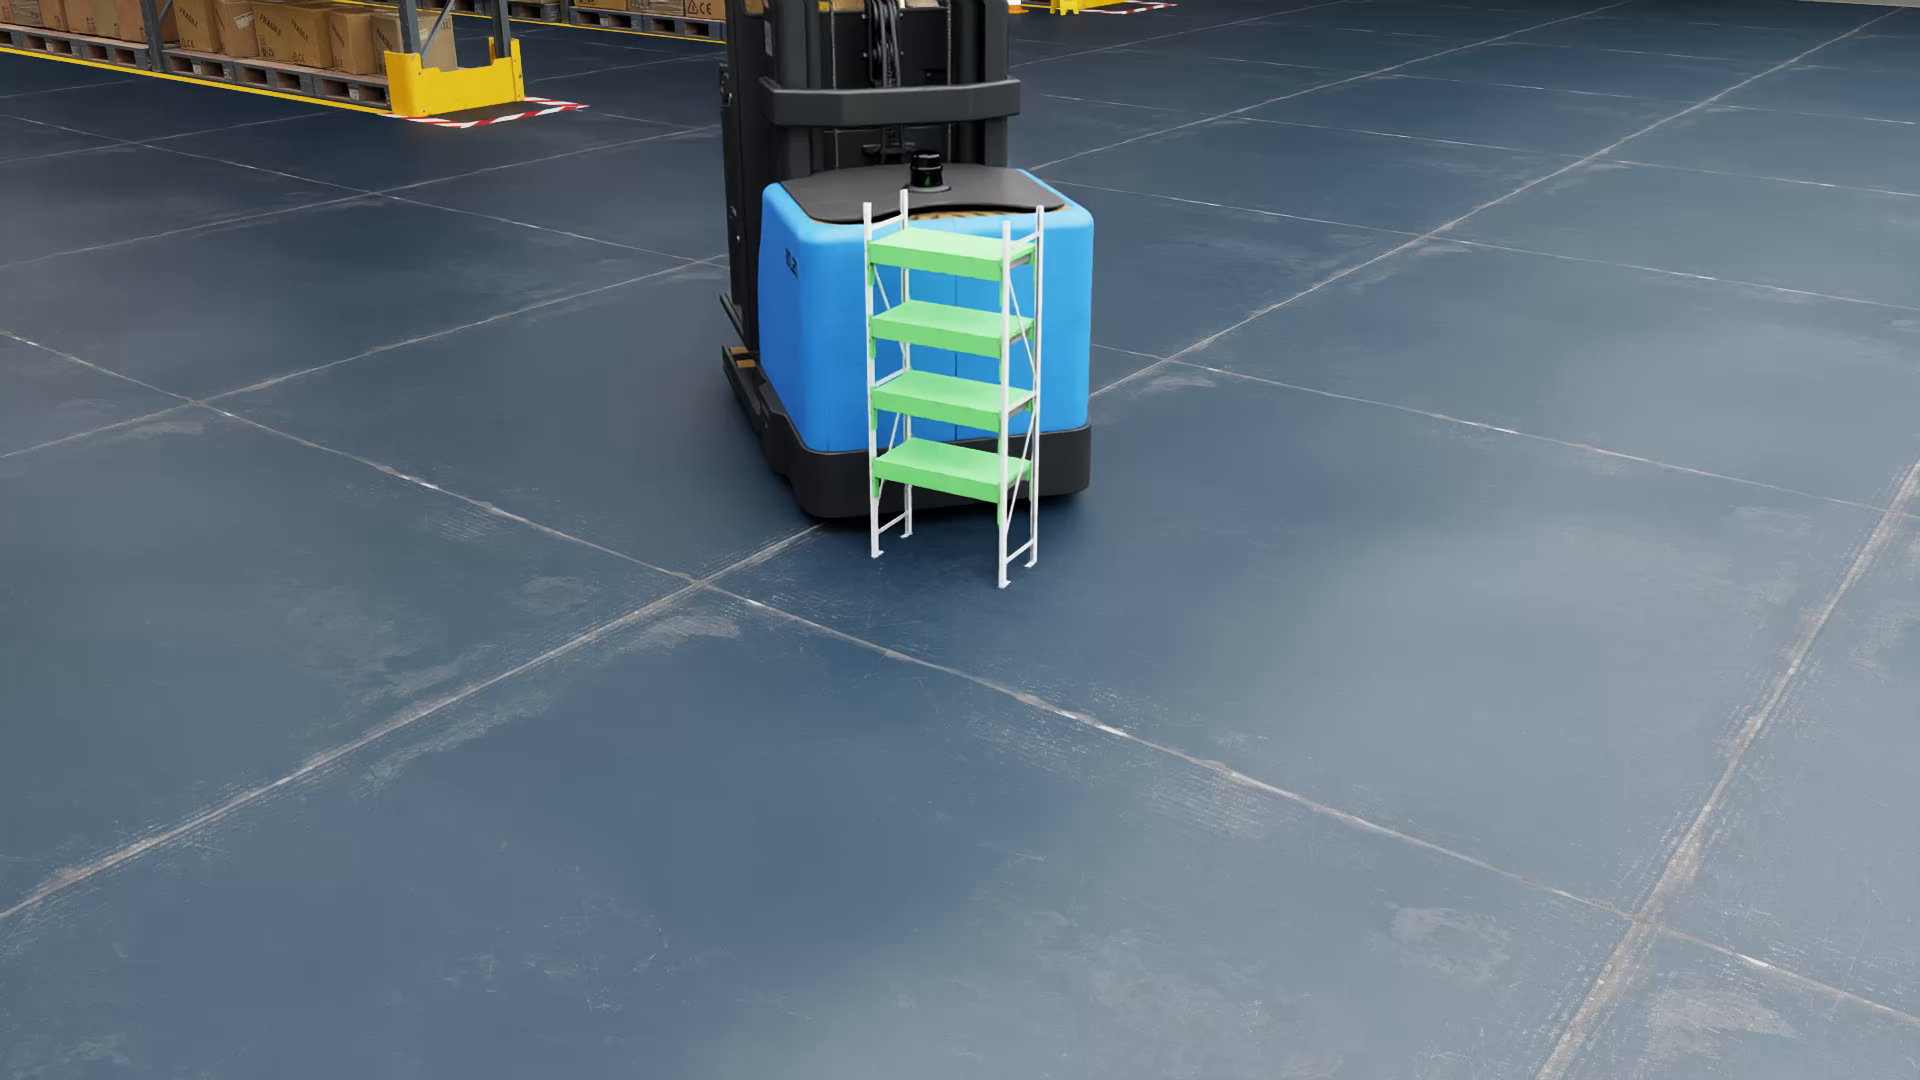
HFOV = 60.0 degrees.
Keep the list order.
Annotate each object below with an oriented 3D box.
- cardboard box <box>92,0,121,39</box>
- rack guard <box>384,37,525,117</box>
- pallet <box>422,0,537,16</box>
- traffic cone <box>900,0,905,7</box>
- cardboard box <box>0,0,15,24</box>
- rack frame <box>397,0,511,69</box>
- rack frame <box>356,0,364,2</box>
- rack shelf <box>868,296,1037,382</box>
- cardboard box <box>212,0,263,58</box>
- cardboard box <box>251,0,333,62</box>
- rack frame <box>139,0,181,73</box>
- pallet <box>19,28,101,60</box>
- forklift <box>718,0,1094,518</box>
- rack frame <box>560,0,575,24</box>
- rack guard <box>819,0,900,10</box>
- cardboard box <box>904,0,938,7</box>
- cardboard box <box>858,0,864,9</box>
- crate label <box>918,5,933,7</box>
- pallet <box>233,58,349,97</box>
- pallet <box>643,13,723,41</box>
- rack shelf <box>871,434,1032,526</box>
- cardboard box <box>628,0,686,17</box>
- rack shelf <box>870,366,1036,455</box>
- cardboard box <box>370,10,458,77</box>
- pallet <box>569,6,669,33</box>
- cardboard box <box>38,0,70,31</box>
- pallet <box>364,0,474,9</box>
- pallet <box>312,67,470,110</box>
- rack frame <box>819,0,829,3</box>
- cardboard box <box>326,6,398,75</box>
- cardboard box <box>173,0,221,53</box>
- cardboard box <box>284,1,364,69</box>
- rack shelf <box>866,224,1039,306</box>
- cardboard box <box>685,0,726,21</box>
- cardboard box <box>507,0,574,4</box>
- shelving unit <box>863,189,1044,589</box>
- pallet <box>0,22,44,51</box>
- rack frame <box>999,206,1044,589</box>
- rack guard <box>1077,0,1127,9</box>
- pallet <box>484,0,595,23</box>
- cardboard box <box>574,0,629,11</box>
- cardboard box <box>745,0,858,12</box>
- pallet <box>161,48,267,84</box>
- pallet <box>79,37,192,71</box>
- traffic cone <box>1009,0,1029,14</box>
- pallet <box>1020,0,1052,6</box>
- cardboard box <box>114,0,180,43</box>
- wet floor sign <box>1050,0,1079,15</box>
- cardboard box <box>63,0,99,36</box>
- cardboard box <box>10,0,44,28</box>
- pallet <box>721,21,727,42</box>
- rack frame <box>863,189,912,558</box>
[{"bbox_3d":[-8.223,-5.330,16.680,0.500,0.500,0.700,17,29,33],"label":"cardboard box"},{"bbox_3d":[-4.235,-3.902,13.987,0.348,0.500,1.175,17,29,33],"label":"rack guard"},{"bbox_3d":[-5.962,-6.752,20.813,1.213,0.211,1.003,17,29,33],"label":"pallet"},{"bbox_3d":[-0.692,-6.029,18.861,0.334,0.463,0.336,17,29,33],"label":"traffic cone"},{"bbox_3d":[-10.027,-5.864,17.894,0.500,0.500,0.700,15,28,31],"label":"cardboard box"},{"bbox_3d":[-4.174,-5.028,13.441,0.127,3.000,1.000,17,29,33],"label":"rack frame"},{"bbox_3d":[-7.520,-8.538,21.408,0.127,3.000,1.000,17,29,33],"label":"rack frame"},{"bbox_3d":[-0.021,-0.643,5.284,0.480,0.148,0.258,13,27,27],"label":"rack shelf"},{"bbox_3d":[-6.616,-4.798,15.498,0.500,0.500,0.500,-16,28,-31],"label":"cardboard box"},{"bbox_3d":[-6.072,-4.673,15.215,0.500,0.500,0.500,14,27,29],"label":"cardboard box"},{"bbox_3d":[-7.375,-5.995,15.637,0.127,3.000,1.000,17,29,33],"label":"rack frame"},{"bbox_3d":[-8.979,-5.202,17.294,1.213,0.211,1.003,17,29,33],"label":"pallet"},{"bbox_3d":[-0.415,-1.984,6.618,1.130,2.935,3.031,-6,25,-14],"label":"forklift"},{"bbox_3d":[-4.319,-7.571,19.213,0.127,3.000,1.000,17,29,33],"label":"rack frame"},{"bbox_3d":[-1.099,-5.454,17.509,0.348,0.500,1.175,17,29,33],"label":"rack guard"},{"bbox_3d":[-0.490,-6.586,20.513,0.380,0.149,0.250,-10,26,-21],"label":"cardboard box"},{"bbox_3d":[-1.154,-6.691,20.311,0.637,0.503,0.797,-1,24,-3],"label":"cardboard box"},{"bbox_3d":[-0.408,-6.333,19.953,0.298,0.136,0.250,3,24,6],"label":"crate label"},{"bbox_3d":[-5.836,-4.273,15.187,1.213,0.211,1.003,17,29,33],"label":"pallet"},{"bbox_3d":[-2.777,-5.791,18.632,1.213,0.211,1.003,17,29,33],"label":"pallet"},{"bbox_3d":[-0.021,-0.204,5.478,0.480,0.148,0.258,13,27,27],"label":"rack shelf"},{"bbox_3d":[-3.134,-6.400,18.669,0.875,0.875,0.875,17,29,34],"label":"cardboard box"},{"bbox_3d":[-0.021,-0.423,5.381,0.480,0.148,0.258,13,27,27],"label":"rack shelf"},{"bbox_3d":[-4.663,-4.233,14.216,0.500,0.500,0.500,-20,31,-38],"label":"cardboard box"},{"bbox_3d":[-3.757,-6.086,19.301,1.213,0.211,1.003,17,29,33],"label":"pallet"},{"bbox_3d":[-9.118,-5.599,17.293,0.500,0.500,0.700,20,31,38],"label":"cardboard box"},{"bbox_3d":[-6.934,-7.047,21.483,1.213,0.211,1.003,17,29,33],"label":"pallet"},{"bbox_3d":[-4.864,-3.978,14.517,1.213,0.211,1.003,17,29,33],"label":"pallet"},{"bbox_3d":[-1.118,-6.604,17.018,0.127,3.000,1.000,17,29,33],"label":"rack frame"},{"bbox_3d":[-5.162,-4.366,14.519,0.500,0.500,0.500,-17,29,-34],"label":"cardboard box"},{"bbox_3d":[-7.079,-4.934,15.807,0.500,0.500,0.500,16,28,32],"label":"cardboard box"},{"bbox_3d":[-5.652,-4.524,14.876,0.500,0.500,0.500,20,31,38],"label":"cardboard box"},{"bbox_3d":[-0.021,-0.863,5.188,0.480,0.148,0.258,13,27,27],"label":"rack shelf"},{"bbox_3d":[-2.406,-6.178,18.167,0.875,0.875,0.875,16,29,32],"label":"cardboard box"},{"bbox_3d":[-4.870,-6.855,19.857,0.750,0.750,1.050,17,29,33],"label":"cardboard box"},{"bbox_3d":[-0.021,-0.482,5.355,0.503,1.200,0.258,13,27,27],"label":"shelving unit"},{"bbox_3d":[-9.951,-5.497,17.964,1.213,0.211,1.003,17,29,33],"label":"pallet"},{"bbox_3d":[0.191,-0.433,5.245,0.015,1.200,0.240,13,27,27],"label":"rack frame"},{"bbox_3d":[1.709,-7.100,21.244,0.348,0.500,1.175,17,29,33],"label":"rack guard"},{"bbox_3d":[-4.982,-6.457,20.144,1.213,0.211,1.003,17,29,33],"label":"pallet"},{"bbox_3d":[-3.858,-6.616,19.160,0.875,0.875,0.875,17,29,34],"label":"cardboard box"},{"bbox_3d":[-1.701,-5.966,17.685,0.875,0.875,0.875,17,29,34],"label":"cardboard box"},{"bbox_3d":[-6.816,-4.568,15.856,1.213,0.211,1.003,17,29,33],"label":"pallet"},{"bbox_3d":[-7.998,-4.907,16.625,1.213,0.211,1.003,17,29,33],"label":"pallet"},{"bbox_3d":[0.652,-6.752,20.501,0.334,0.463,0.336,17,29,33],"label":"traffic cone"},{"bbox_3d":[1.080,-7.175,21.774,1.213,0.211,1.003,17,29,33],"label":"pallet"},{"bbox_3d":[-7.853,-5.208,16.405,0.500,0.500,0.700,14,28,29],"label":"cardboard box"},{"bbox_3d":[1.280,-6.757,20.285,0.267,0.644,0.232,-15,28,-30],"label":"wet floor sign"},{"bbox_3d":[-8.671,-5.465,16.987,0.500,0.500,0.700,14,27,29],"label":"cardboard box"},{"bbox_3d":[-9.576,-5.734,17.599,0.500,0.500,0.700,14,27,29],"label":"cardboard box"},{"bbox_3d":[-1.805,-5.496,17.962,1.213,0.211,1.003,17,29,33],"label":"pallet"},{"bbox_3d":[-0.233,-0.530,5.465,0.015,1.200,0.240,13,27,27],"label":"rack frame"}]
